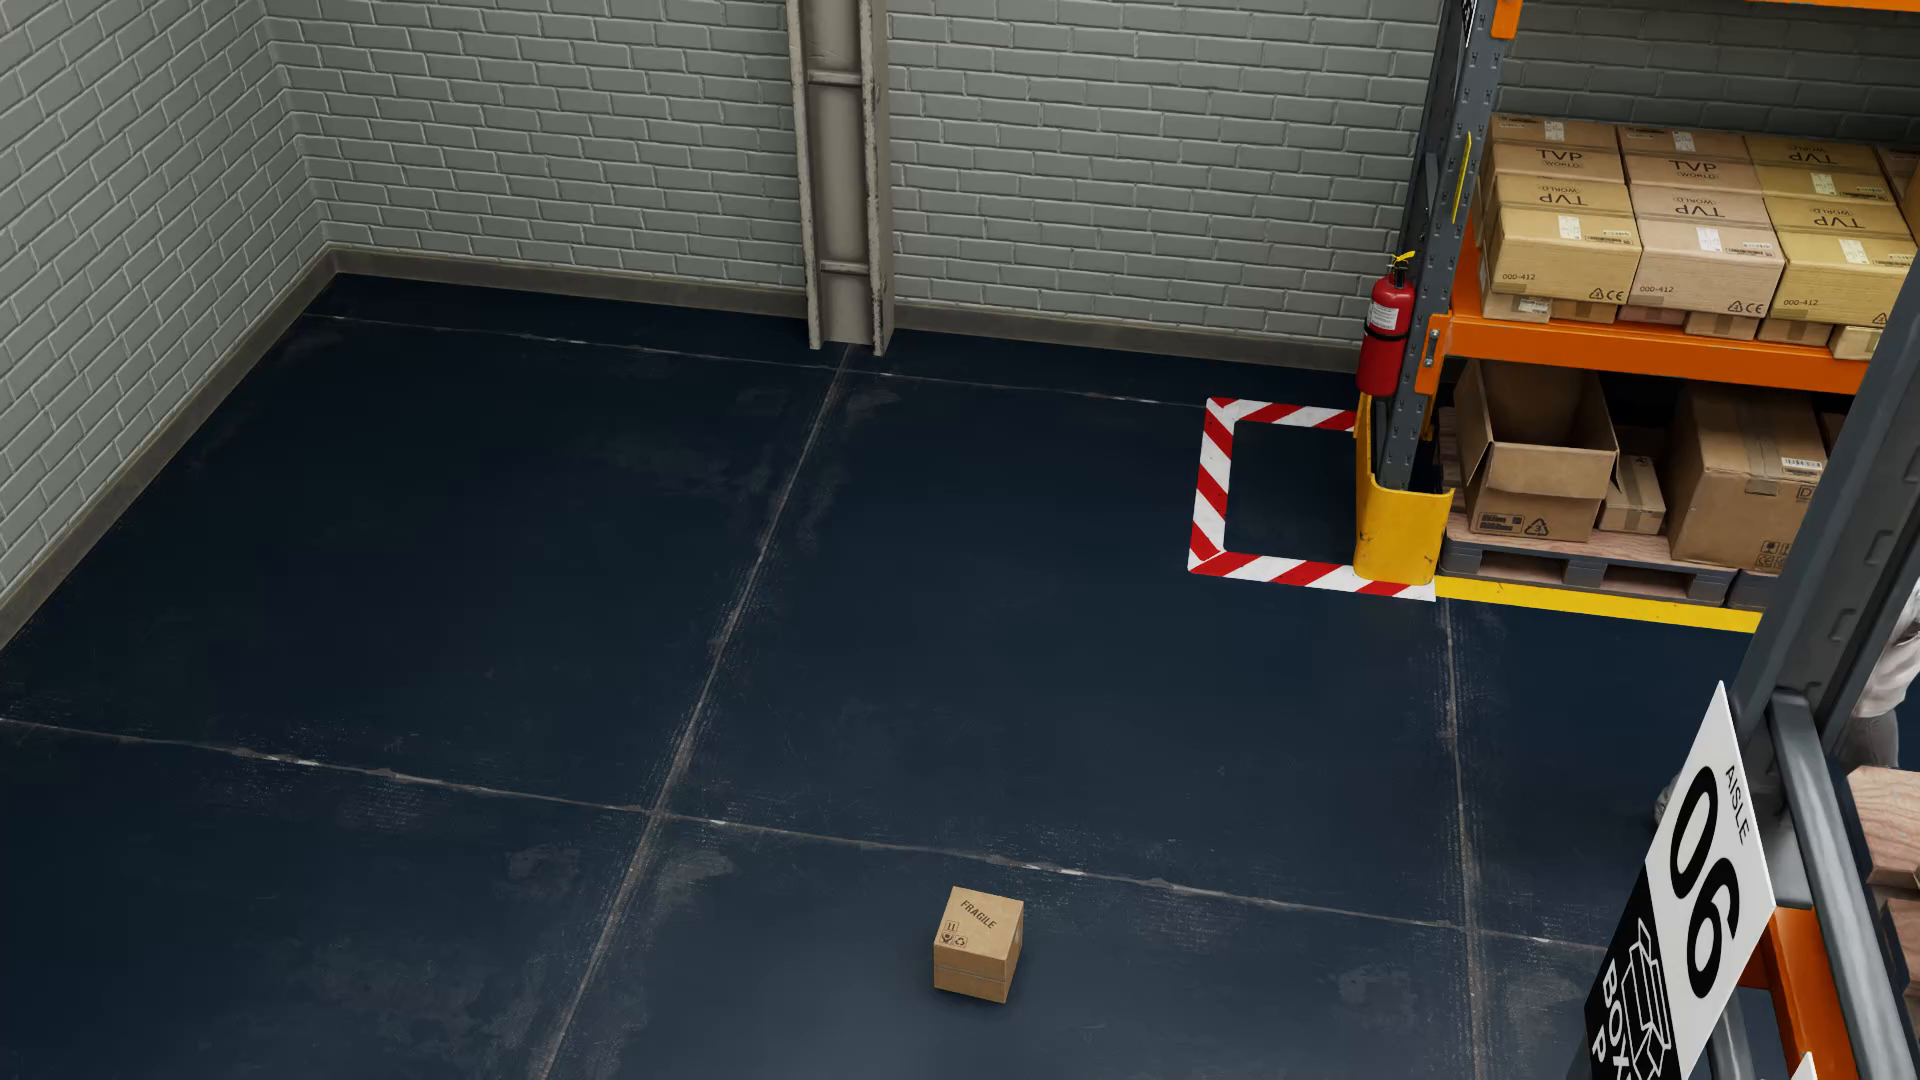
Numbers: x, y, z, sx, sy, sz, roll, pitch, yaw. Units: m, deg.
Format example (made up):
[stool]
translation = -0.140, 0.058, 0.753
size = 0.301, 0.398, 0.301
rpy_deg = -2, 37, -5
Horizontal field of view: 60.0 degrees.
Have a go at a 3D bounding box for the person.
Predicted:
[person]
translation = 3.068, 0.428, 5.609
size = 1.014, 1.713, 0.543
rpy_deg = 1, 40, 1
